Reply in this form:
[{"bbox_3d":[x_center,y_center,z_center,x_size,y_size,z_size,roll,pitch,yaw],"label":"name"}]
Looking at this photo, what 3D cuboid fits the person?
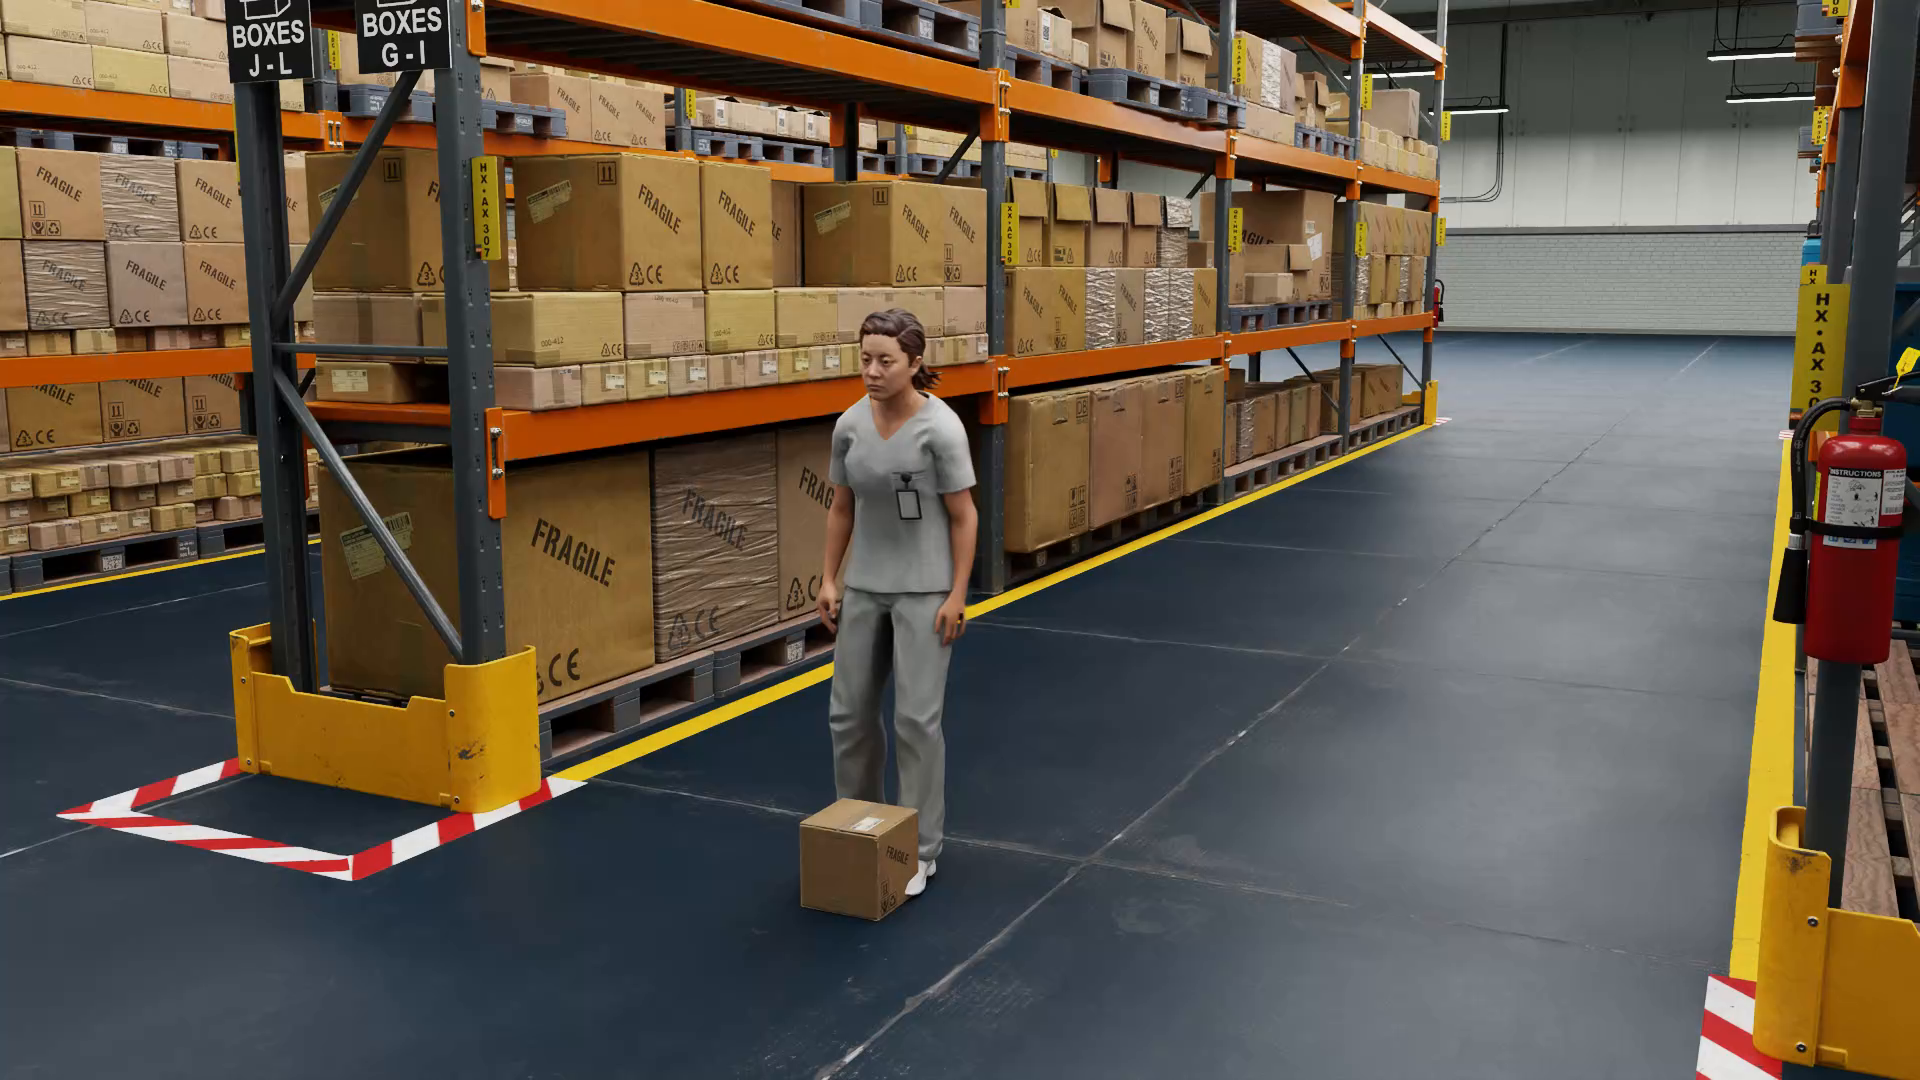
[{"bbox_3d":[-0.196,0.170,4.818,0.488,1.673,0.403,5,10,26],"label":"person"}]
